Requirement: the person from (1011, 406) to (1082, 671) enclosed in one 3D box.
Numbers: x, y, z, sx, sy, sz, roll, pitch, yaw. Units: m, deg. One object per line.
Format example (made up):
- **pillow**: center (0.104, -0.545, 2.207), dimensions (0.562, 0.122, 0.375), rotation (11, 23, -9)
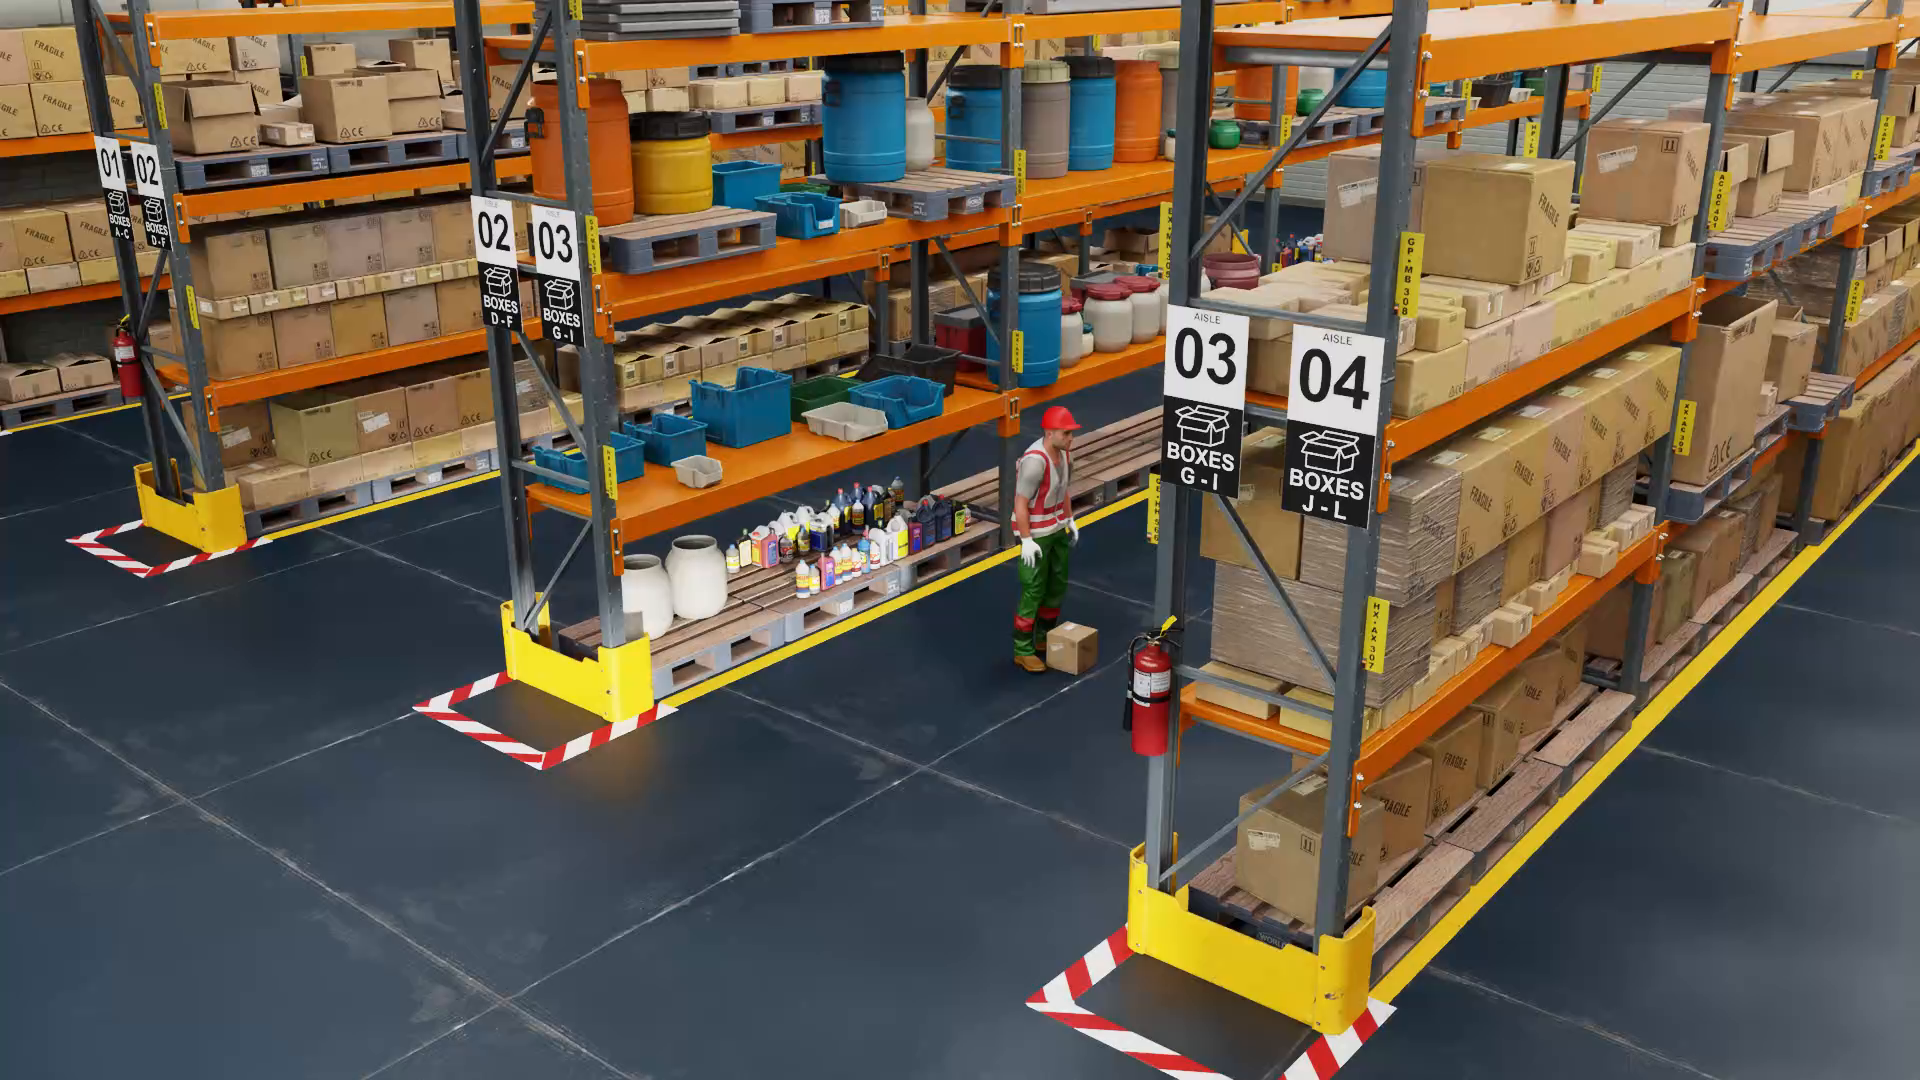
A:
- **person**: center (0.586, -0.036, 11.148), dimensions (0.445, 1.781, 0.621), rotation (14, 24, 34)
